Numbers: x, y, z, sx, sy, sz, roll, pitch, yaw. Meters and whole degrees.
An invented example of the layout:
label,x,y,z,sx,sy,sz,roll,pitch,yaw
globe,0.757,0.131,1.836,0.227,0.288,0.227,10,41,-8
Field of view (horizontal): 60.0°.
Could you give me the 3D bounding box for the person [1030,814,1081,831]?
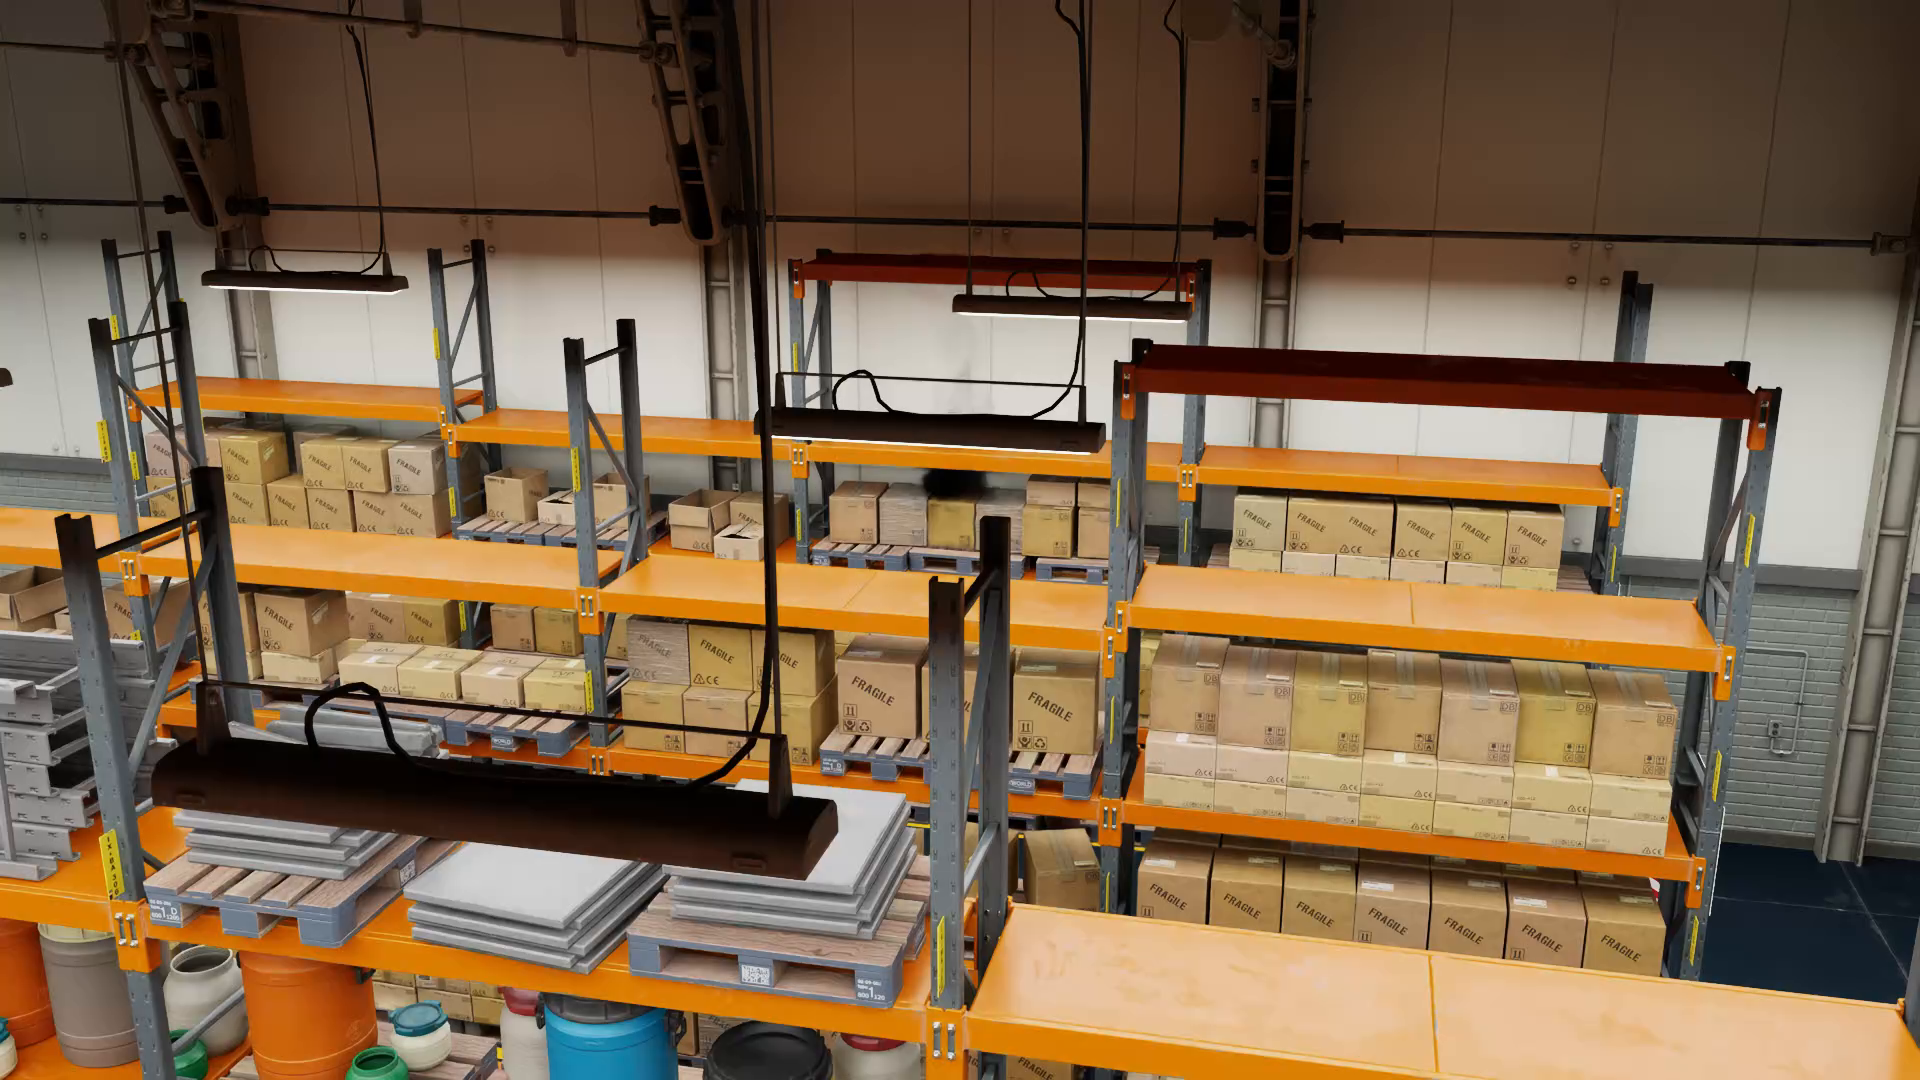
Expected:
label,x,y,z,sx,sy,sz,roll,pitch,yaw
person,0.900,2.549,15.563,0.807,1.905,0.672,0,16,0
